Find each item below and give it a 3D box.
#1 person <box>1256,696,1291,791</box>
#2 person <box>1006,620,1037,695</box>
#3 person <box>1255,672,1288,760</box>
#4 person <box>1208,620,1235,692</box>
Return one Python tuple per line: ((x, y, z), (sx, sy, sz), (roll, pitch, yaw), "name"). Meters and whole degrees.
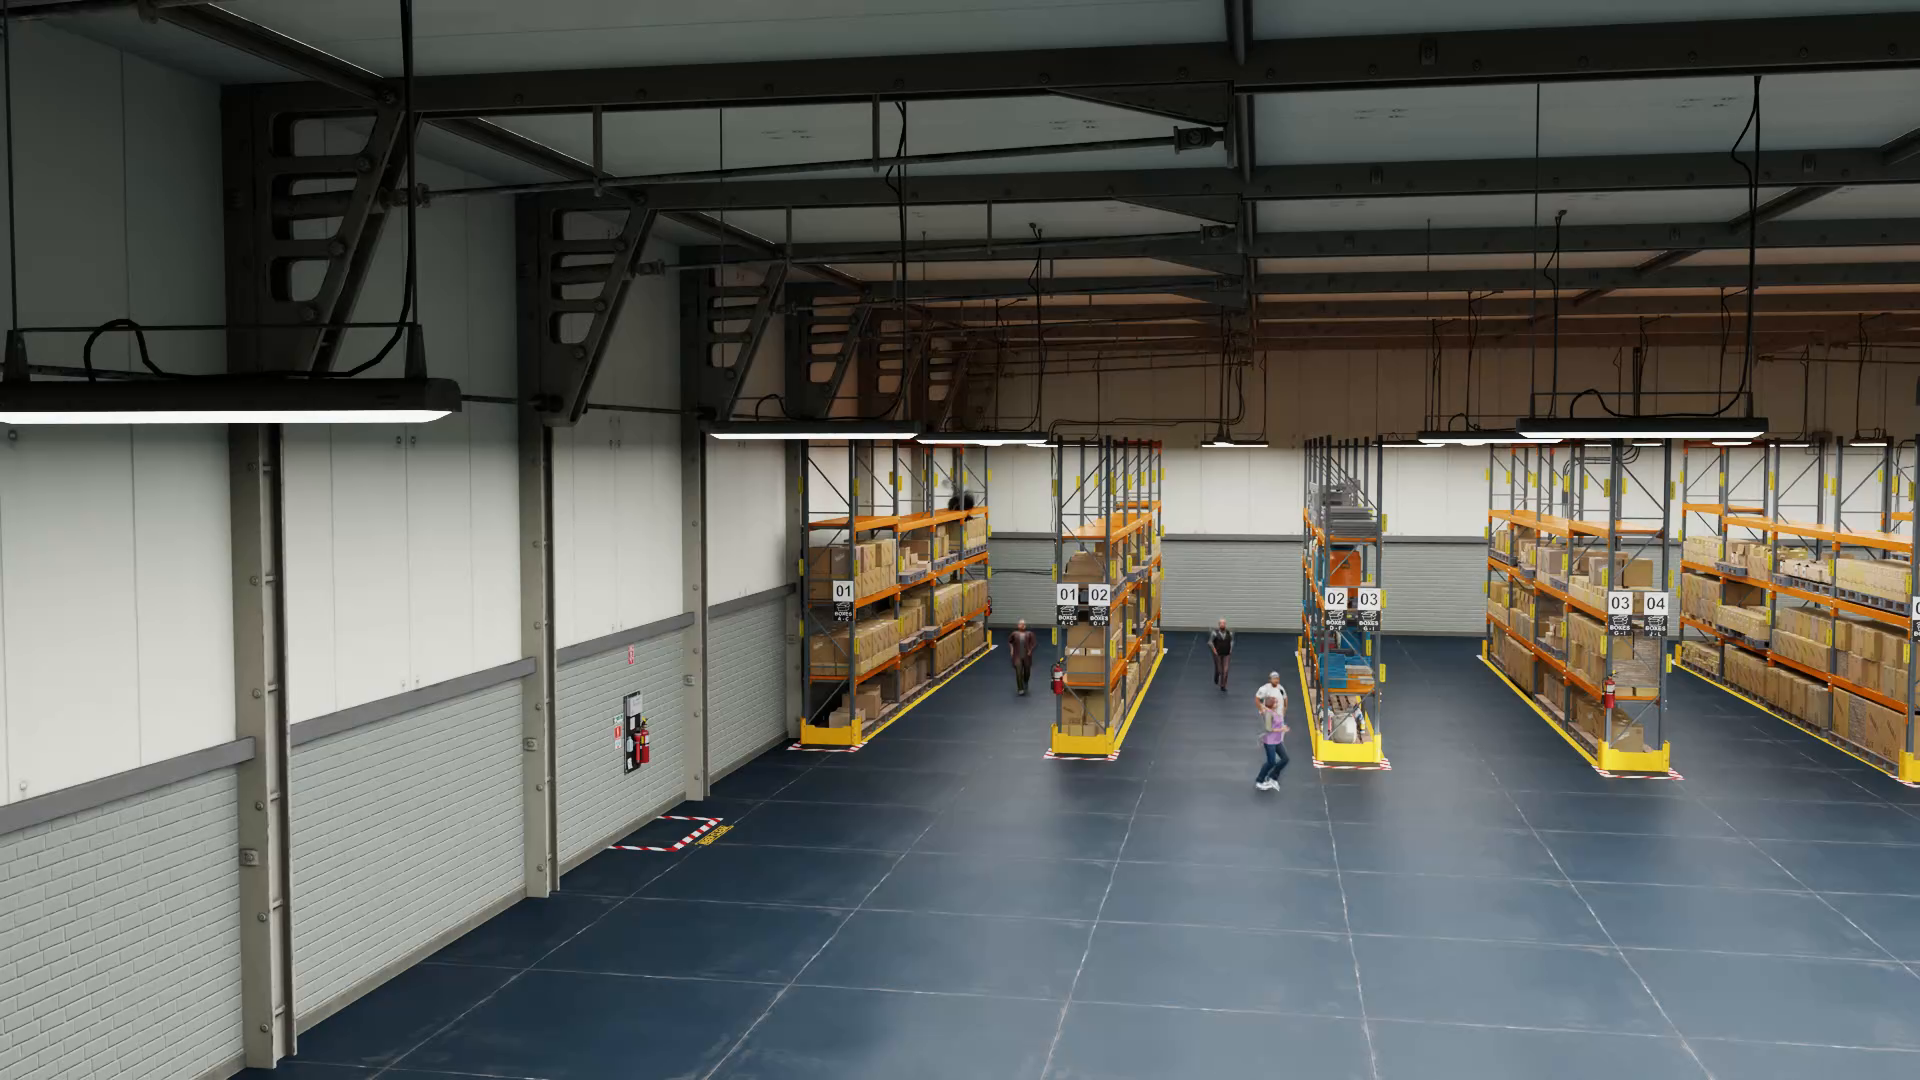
((5.273, 3.417, 27.884), (0.625, 1.604, 0.515), (2, 4, 33), "person")
((1.446, 2.744, 39.050), (0.711, 1.728, 0.716), (0, 3, 1), "person")
((5.784, 3.260, 30.894), (0.645, 1.639, 0.554), (-1, 3, -16), "person")
((6.234, 2.736, 39.567), (0.675, 1.688, 0.762), (0, 3, -3), "person")
